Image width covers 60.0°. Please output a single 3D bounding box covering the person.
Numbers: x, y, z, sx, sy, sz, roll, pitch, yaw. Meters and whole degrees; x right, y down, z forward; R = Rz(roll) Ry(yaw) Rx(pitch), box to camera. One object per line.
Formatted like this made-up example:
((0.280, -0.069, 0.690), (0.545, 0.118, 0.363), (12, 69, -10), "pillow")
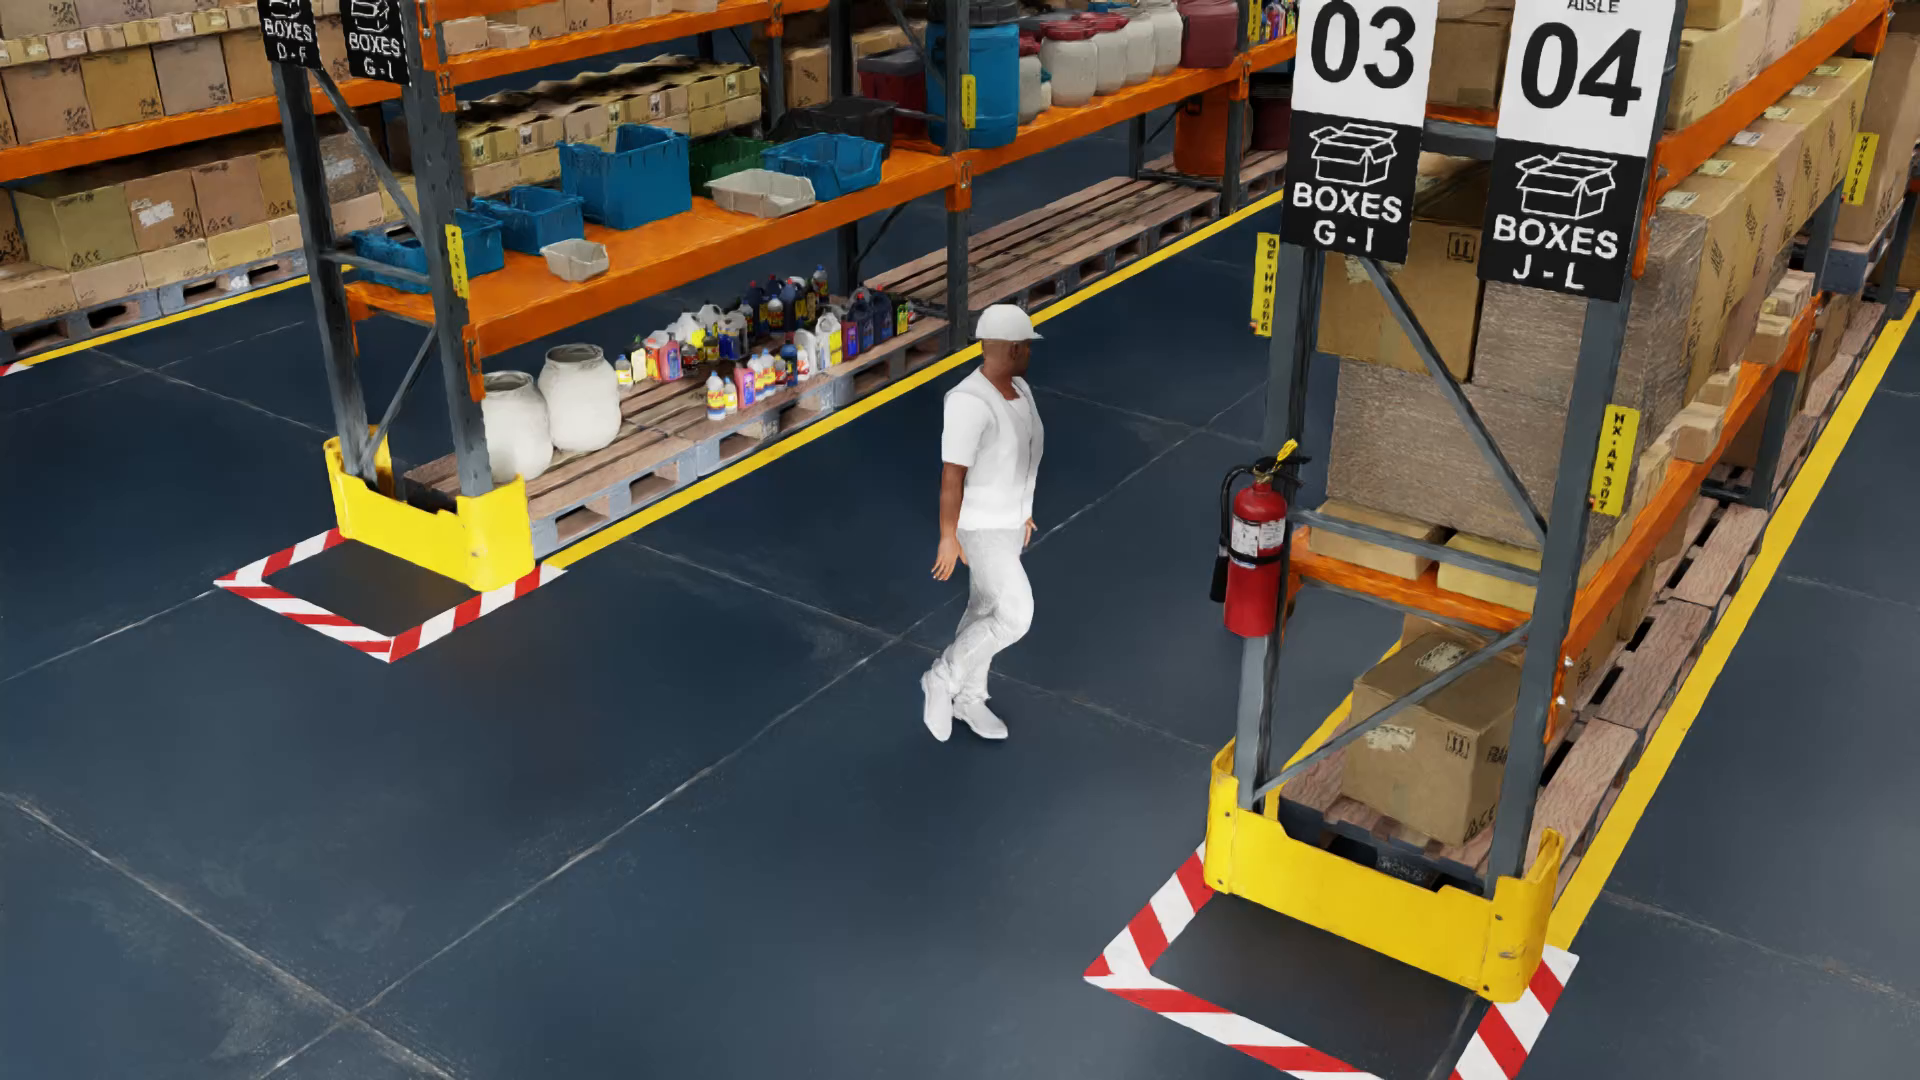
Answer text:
((0.143, -0.045, 6.662), (0.446, 1.751, 0.749), (14, 30, 25), "person")
